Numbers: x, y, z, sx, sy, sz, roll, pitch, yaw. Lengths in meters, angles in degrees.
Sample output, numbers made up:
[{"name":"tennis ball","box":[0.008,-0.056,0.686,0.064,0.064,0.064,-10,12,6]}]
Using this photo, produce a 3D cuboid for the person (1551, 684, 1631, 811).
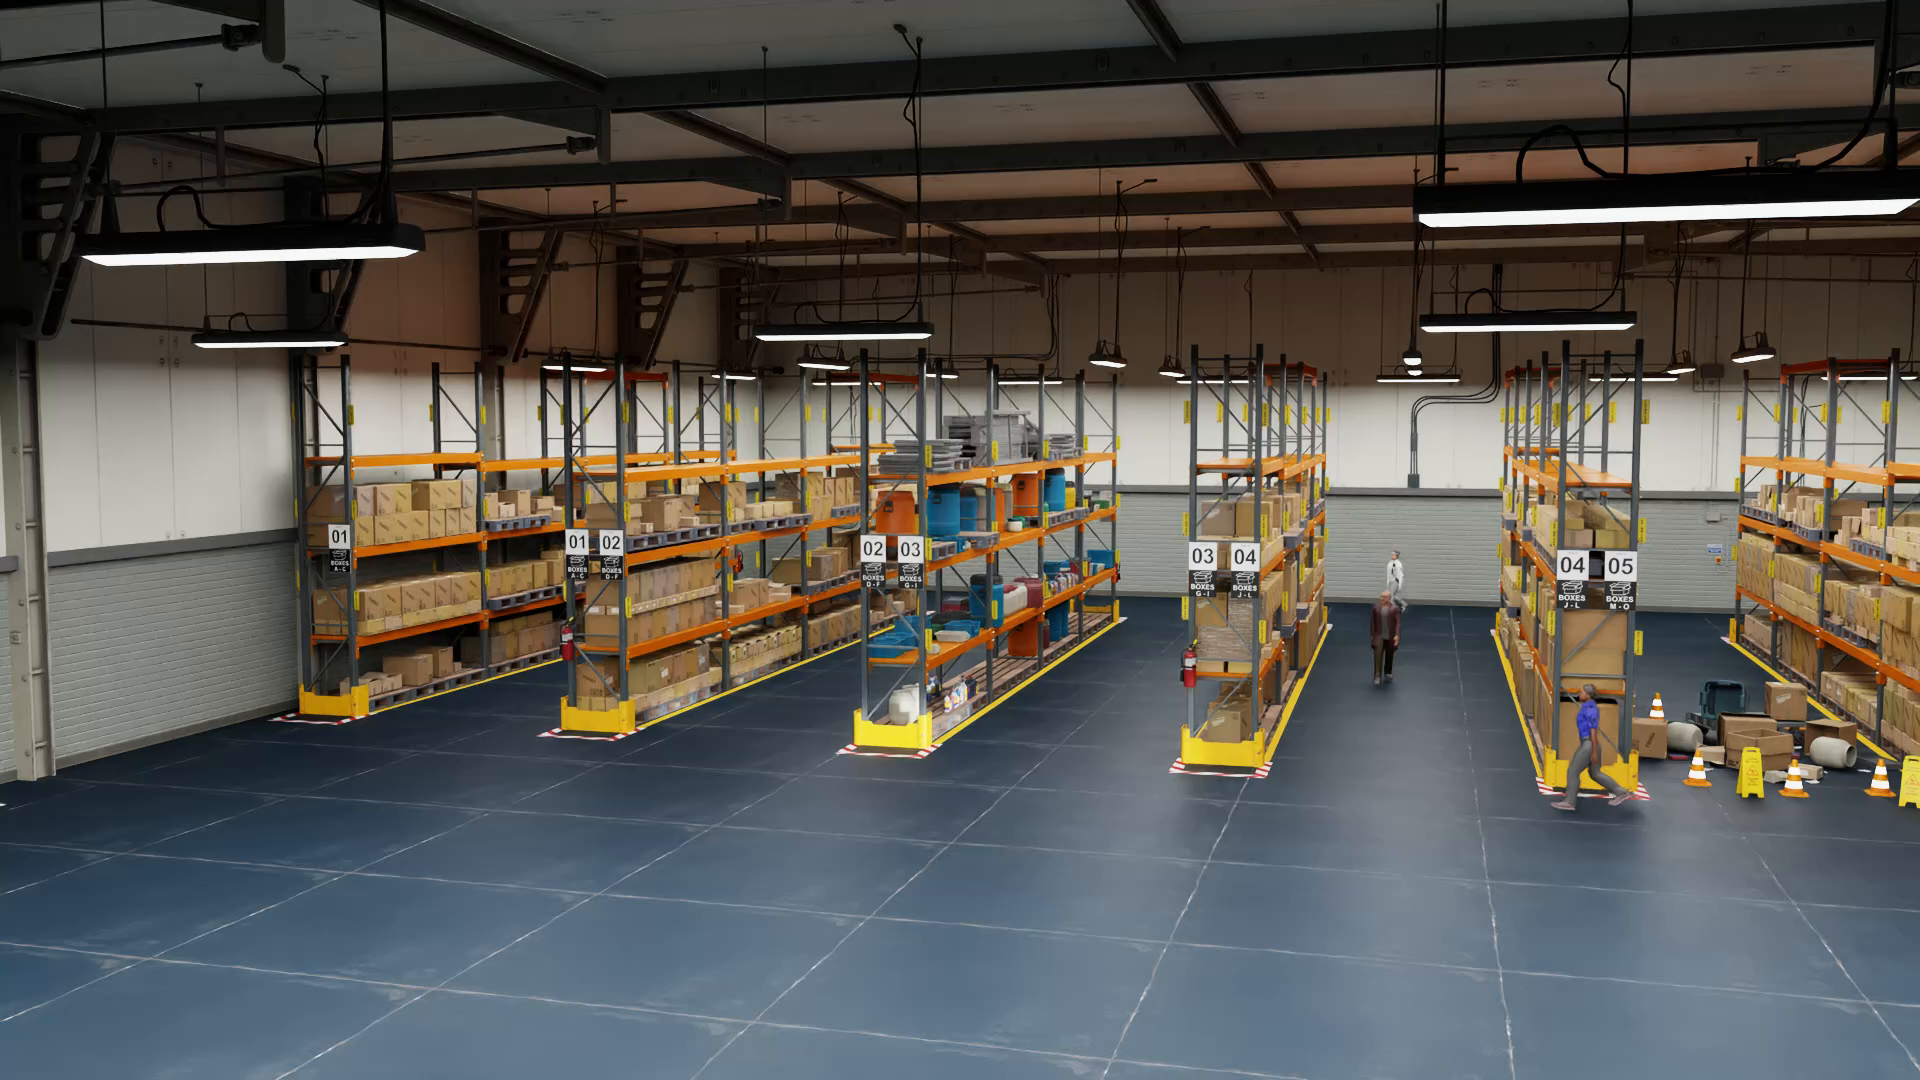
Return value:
[{"name":"person","box":[7.976,2.613,20.965,0.965,1.610,0.447,1,4,16]}]

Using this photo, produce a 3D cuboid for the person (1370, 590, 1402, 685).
[{"name":"person","box":[7.931,1.797,30.943,0.551,1.698,1.143,1,4,11]}]

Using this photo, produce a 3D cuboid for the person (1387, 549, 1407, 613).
[{"name":"person","box":[10.840,1.054,41.334,0.735,1.659,0.480,-1,4,-16]}]
